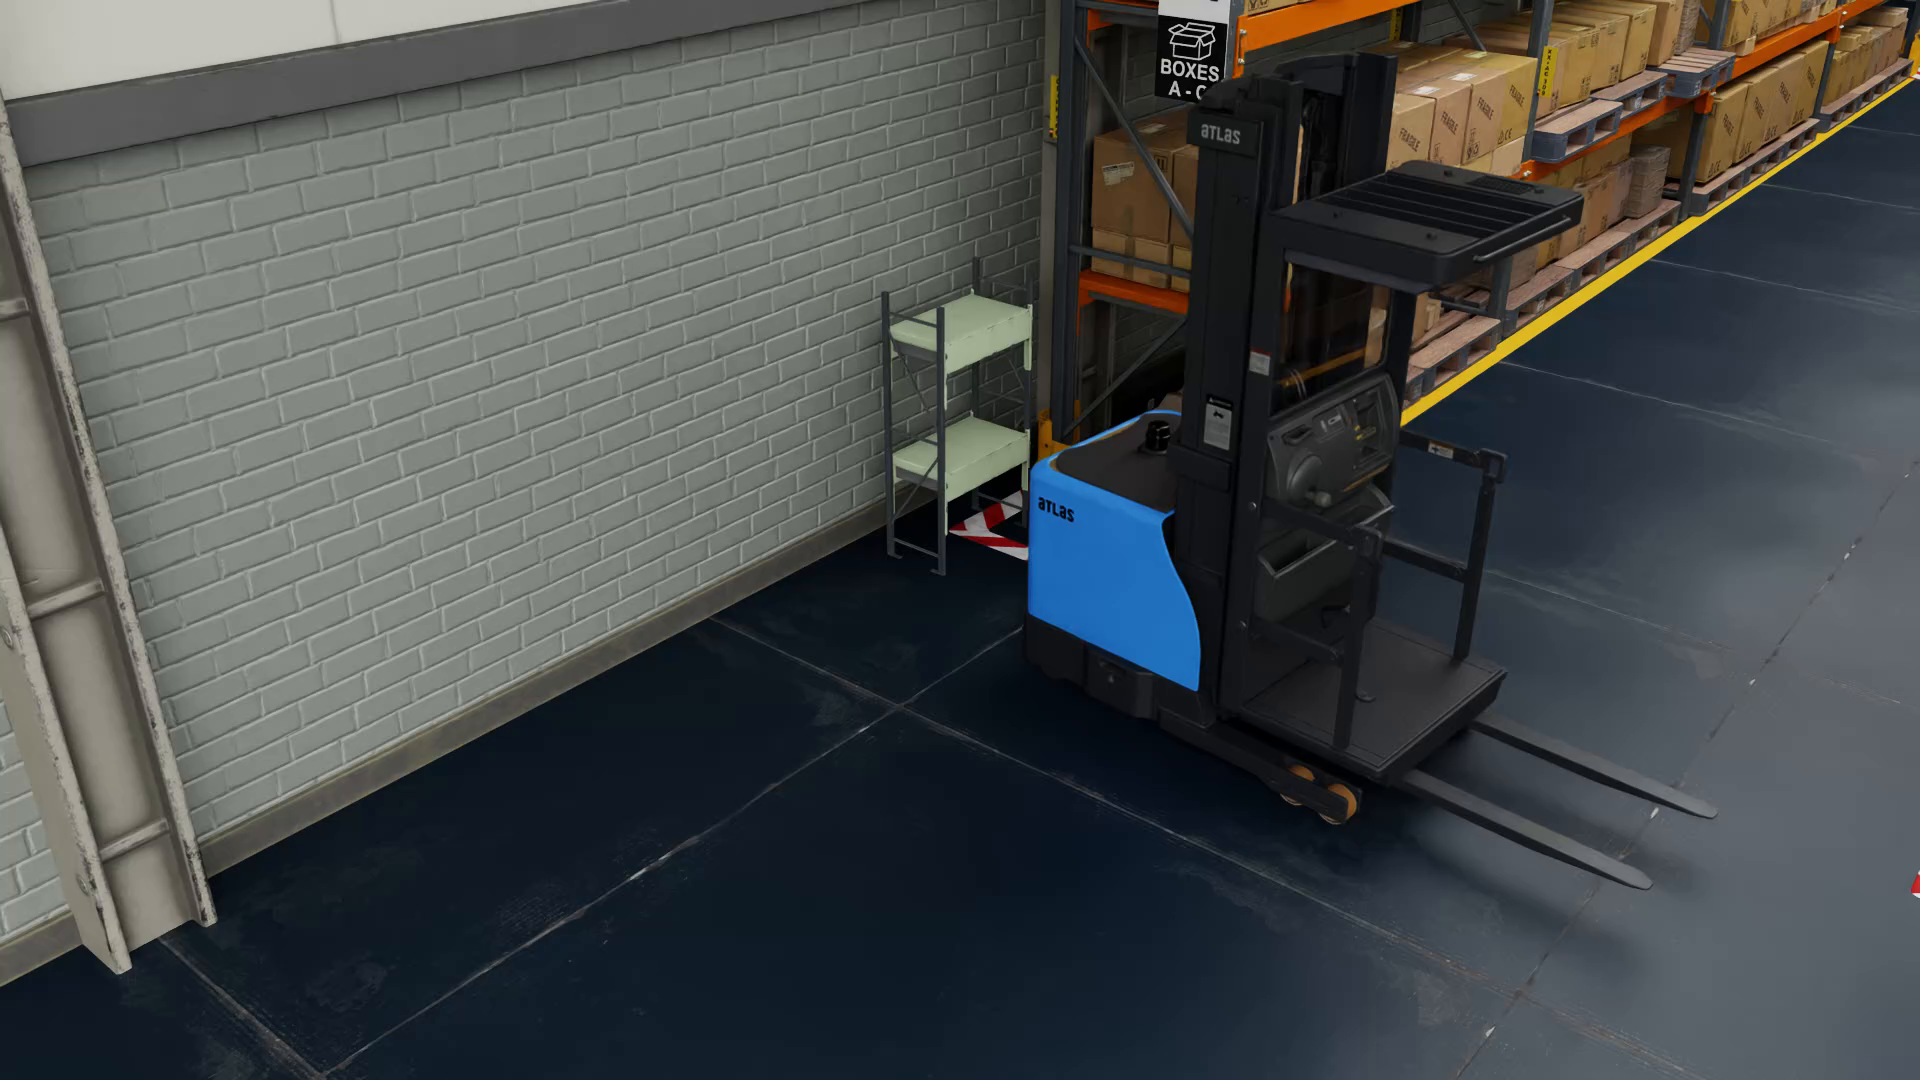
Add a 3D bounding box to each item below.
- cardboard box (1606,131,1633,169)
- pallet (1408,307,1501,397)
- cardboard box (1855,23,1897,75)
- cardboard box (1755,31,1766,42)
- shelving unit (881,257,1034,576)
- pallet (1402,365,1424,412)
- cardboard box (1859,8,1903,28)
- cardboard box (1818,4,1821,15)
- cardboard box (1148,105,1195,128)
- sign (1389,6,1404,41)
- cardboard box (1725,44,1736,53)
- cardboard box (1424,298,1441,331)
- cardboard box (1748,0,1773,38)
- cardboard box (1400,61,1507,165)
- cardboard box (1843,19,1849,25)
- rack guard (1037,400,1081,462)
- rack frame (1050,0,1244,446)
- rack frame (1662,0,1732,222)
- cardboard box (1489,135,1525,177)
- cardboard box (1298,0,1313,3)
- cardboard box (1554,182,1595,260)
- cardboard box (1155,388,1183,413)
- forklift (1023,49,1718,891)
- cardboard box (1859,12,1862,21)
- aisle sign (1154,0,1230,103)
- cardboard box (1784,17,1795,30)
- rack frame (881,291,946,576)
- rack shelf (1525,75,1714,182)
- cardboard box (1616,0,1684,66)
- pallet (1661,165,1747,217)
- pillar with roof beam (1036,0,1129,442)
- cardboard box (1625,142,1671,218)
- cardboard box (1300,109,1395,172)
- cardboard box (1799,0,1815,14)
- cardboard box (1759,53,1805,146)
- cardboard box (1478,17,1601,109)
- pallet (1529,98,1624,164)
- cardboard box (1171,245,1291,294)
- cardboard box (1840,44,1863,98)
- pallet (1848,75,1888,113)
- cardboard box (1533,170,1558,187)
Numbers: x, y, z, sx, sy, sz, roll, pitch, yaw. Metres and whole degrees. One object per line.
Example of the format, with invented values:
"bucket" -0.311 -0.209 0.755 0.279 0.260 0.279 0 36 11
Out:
"cardboard box" 5.195 -3.267 13.725 0.500 0.250 0.500 21 34 35
"pallet" 3.080 -1.397 11.722 1.003 0.211 1.213 21 34 34
"cardboard box" 10.426 -5.760 19.384 0.700 0.500 0.500 21 34 34
"cardboard box" 7.209 -4.713 15.348 0.380 0.149 0.250 21 34 35
"shelving unit" -0.004 -0.664 8.901 0.431 1.500 0.755 21 34 34
"pallet" 2.304 -0.963 10.882 1.003 0.211 1.213 21 34 34
"cardboard box" 10.641 -6.036 19.211 0.380 0.149 0.250 22 34 36
"cardboard box" 8.230 -5.241 16.367 0.380 0.149 0.250 22 35 36
"cardboard box" 1.399 -2.146 9.460 0.500 0.500 0.500 21 34 35
"sign" 3.049 -3.560 11.606 0.100 0.325 0.005 21 34 34
"cardboard box" 6.579 -4.336 14.618 0.380 0.149 0.250 21 34 35
"cardboard box" 3.163 -1.623 11.727 0.380 0.166 0.250 16 31 28
"cardboard box" 6.871 -4.768 14.749 0.500 0.500 0.500 22 35 36
"cardboard box" 3.105 -2.723 10.575 0.500 0.500 0.500 21 34 34
"cardboard box" 9.865 -5.879 18.907 0.380 0.149 0.250 21 34 35
"rack guard" 0.984 -0.383 9.446 1.175 0.500 0.348 21 34 34
"rack frame" 0.936 -1.466 8.820 1.000 3.000 0.127 21 34 34
"rack frame" 6.024 -4.303 14.303 1.000 3.000 0.127 21 34 34
"cardboard box" 3.412 -2.570 11.095 0.500 0.250 0.500 21 34 35
"cardboard box" 1.710 -3.077 8.539 0.500 0.500 0.500 23 35 38
"cardboard box" 4.581 -2.602 13.258 0.700 0.500 0.500 21 34 35
"cardboard box" 1.445 -0.686 9.760 0.500 0.311 0.500 17 32 29
"forklift" 1.715 -0.384 6.803 3.031 2.935 1.130 24 36 38
"cardboard box" 10.348 -6.149 19.429 0.380 0.149 0.250 21 34 35
"aisle sign" 1.121 -2.508 8.004 0.394 0.787 0.004 21 34 34
"cardboard box" 7.730 -4.978 15.860 0.380 0.149 0.250 20 33 33
"rack frame" -0.237 -0.534 8.650 0.400 1.500 0.023 21 34 34
"rack shelf" 4.752 -3.274 13.097 1.077 0.370 4.000 21 34 34
"cardboard box" 5.398 -4.167 13.452 0.700 0.500 0.500 17 32 30
"pallet" 6.584 -3.322 15.441 1.003 0.211 1.213 21 34 34
"pillar with roof beam" 4.035 -3.374 5.978 9.100 9.000 0.400 21 34 34
"cardboard box" 5.606 -3.117 14.253 0.700 0.500 0.500 21 34 35
"cardboard box" 2.127 -2.177 9.518 0.500 0.500 0.500 19 33 33
"cardboard box" 7.826 -5.310 15.795 0.500 0.500 0.500 21 34 34
"cardboard box" 7.692 -4.368 16.312 0.750 0.750 0.750 22 35 36
"cardboard box" 4.191 -3.491 12.146 0.500 0.500 0.700 -24 36 -39
"pallet" 4.078 -3.028 12.047 1.003 0.211 1.213 21 34 34
"cardboard box" 1.491 -1.489 9.005 0.500 0.250 0.500 20 33 33
"cardboard box" 9.445 -5.209 18.319 0.700 0.500 0.500 20 34 34
"pallet" 9.888 -5.163 19.002 1.003 0.211 1.213 21 34 34
"cardboard box" 4.213 -2.726 12.680 0.500 0.250 0.500 20 33 33
